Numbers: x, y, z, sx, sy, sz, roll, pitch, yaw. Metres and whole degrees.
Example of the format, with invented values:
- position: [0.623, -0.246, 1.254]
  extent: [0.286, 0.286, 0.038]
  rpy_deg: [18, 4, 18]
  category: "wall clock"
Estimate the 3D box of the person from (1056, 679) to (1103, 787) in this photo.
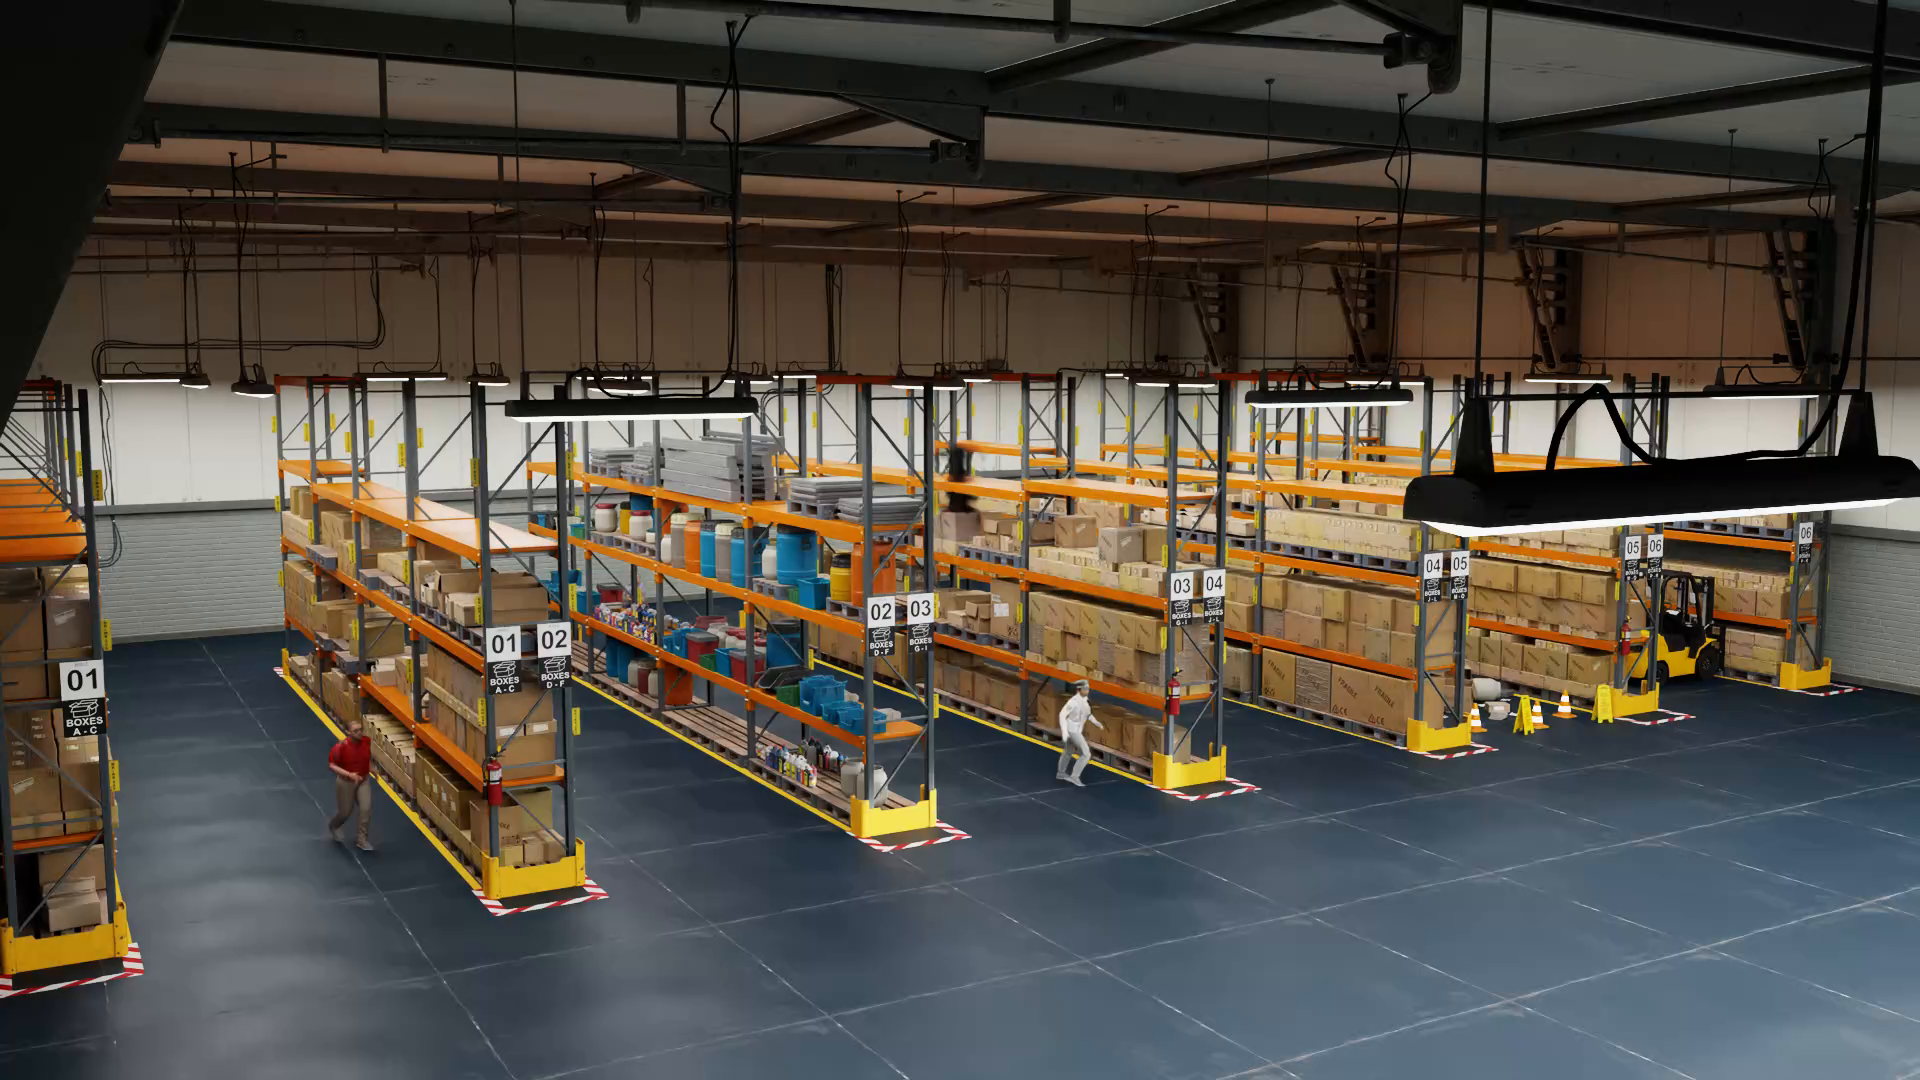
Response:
- position: [1.747, 2.856, 24.691]
  extent: [0.732, 1.643, 0.611]
  rpy_deg: [2, 6, 15]
  category: "person"

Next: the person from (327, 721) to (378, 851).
- position: [-7.904, 3.148, 21.522]
  extent: [0.908, 1.695, 0.650]
  rpy_deg: [6, 9, 44]
  category: "person"

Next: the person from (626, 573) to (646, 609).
- position: [-7.063, 1.548, 36.277]
  extent: [0.572, 1.707, 0.842]
  rpy_deg: [-5, 8, -38]
  category: "person"
